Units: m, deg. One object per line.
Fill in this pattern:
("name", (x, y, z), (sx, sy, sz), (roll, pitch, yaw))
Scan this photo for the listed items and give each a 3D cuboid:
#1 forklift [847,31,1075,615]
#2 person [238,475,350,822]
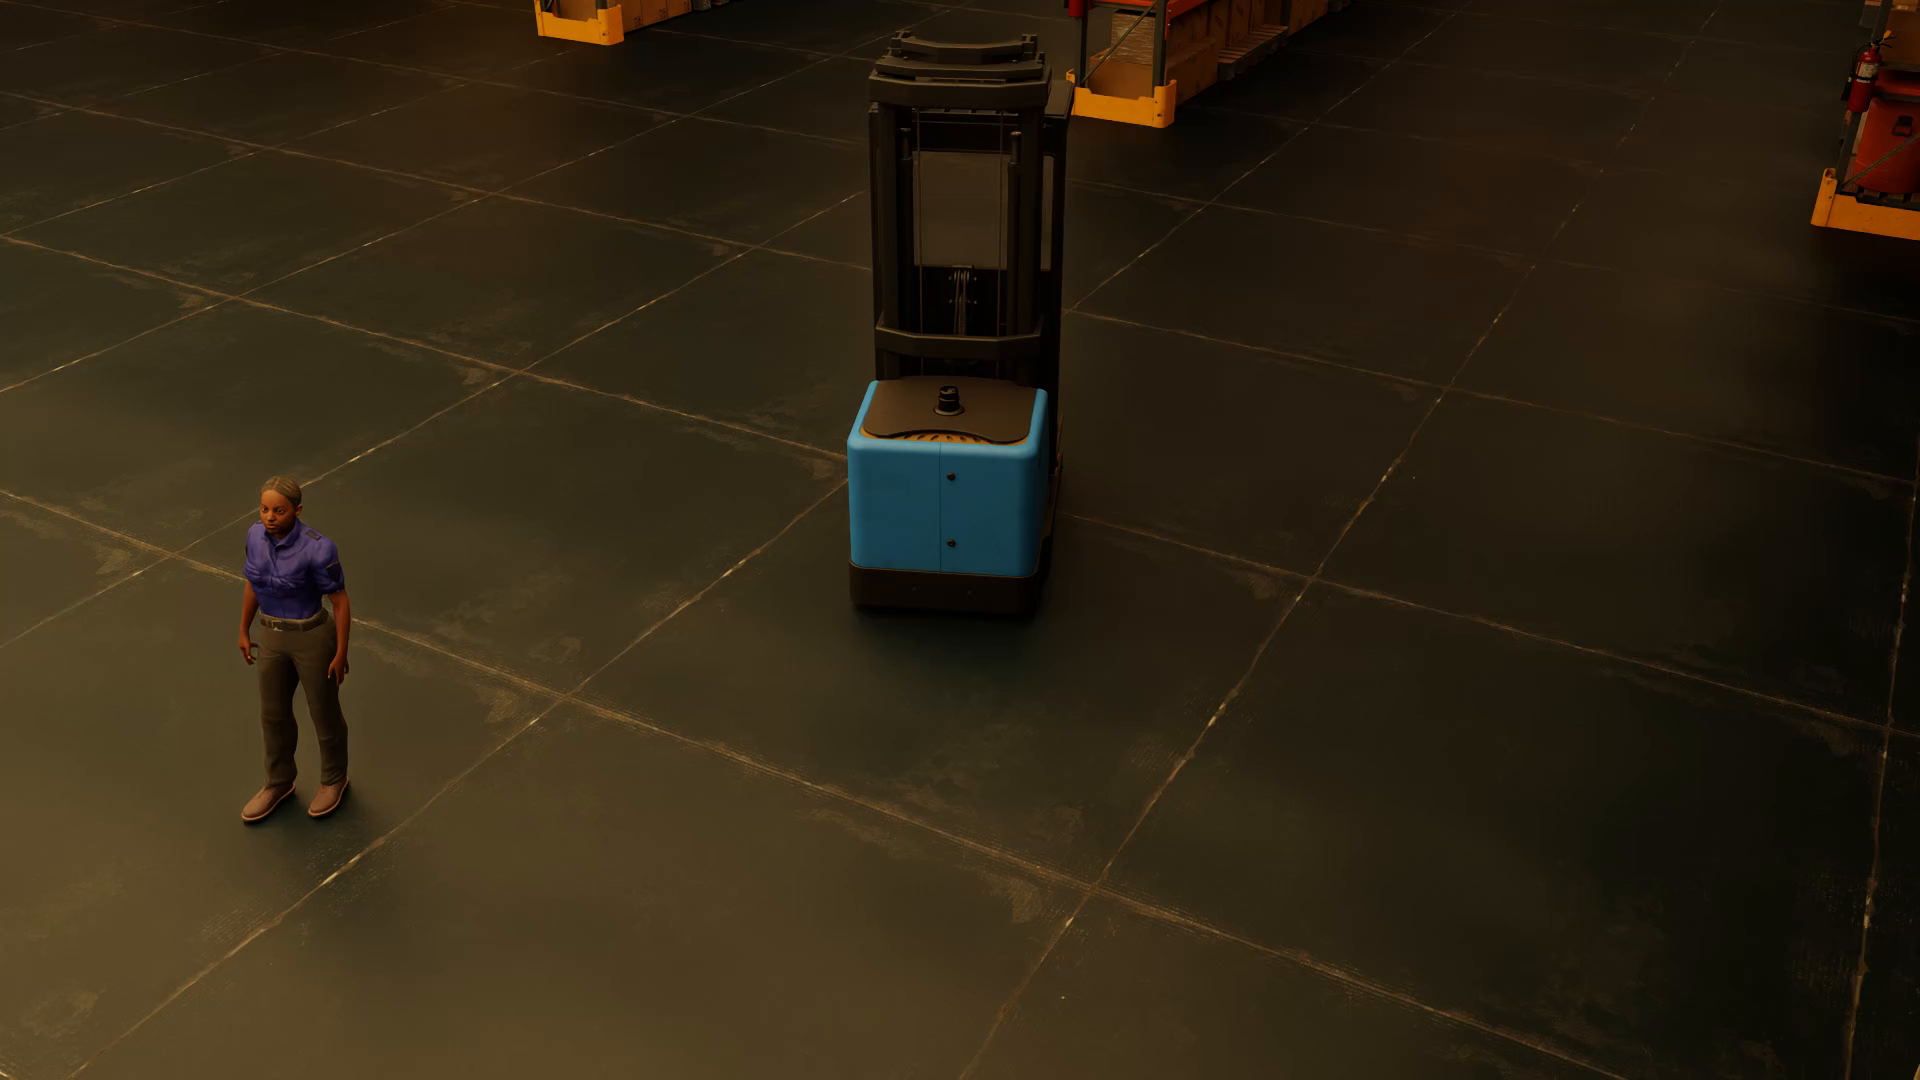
("forklift", (0.072, -1.572, 9.794), (1.130, 2.935, 3.031), (3, 30, 6))
("person", (-3.020, 0.507, 7.455), (0.570, 1.654, 0.504), (8, 31, 13))
